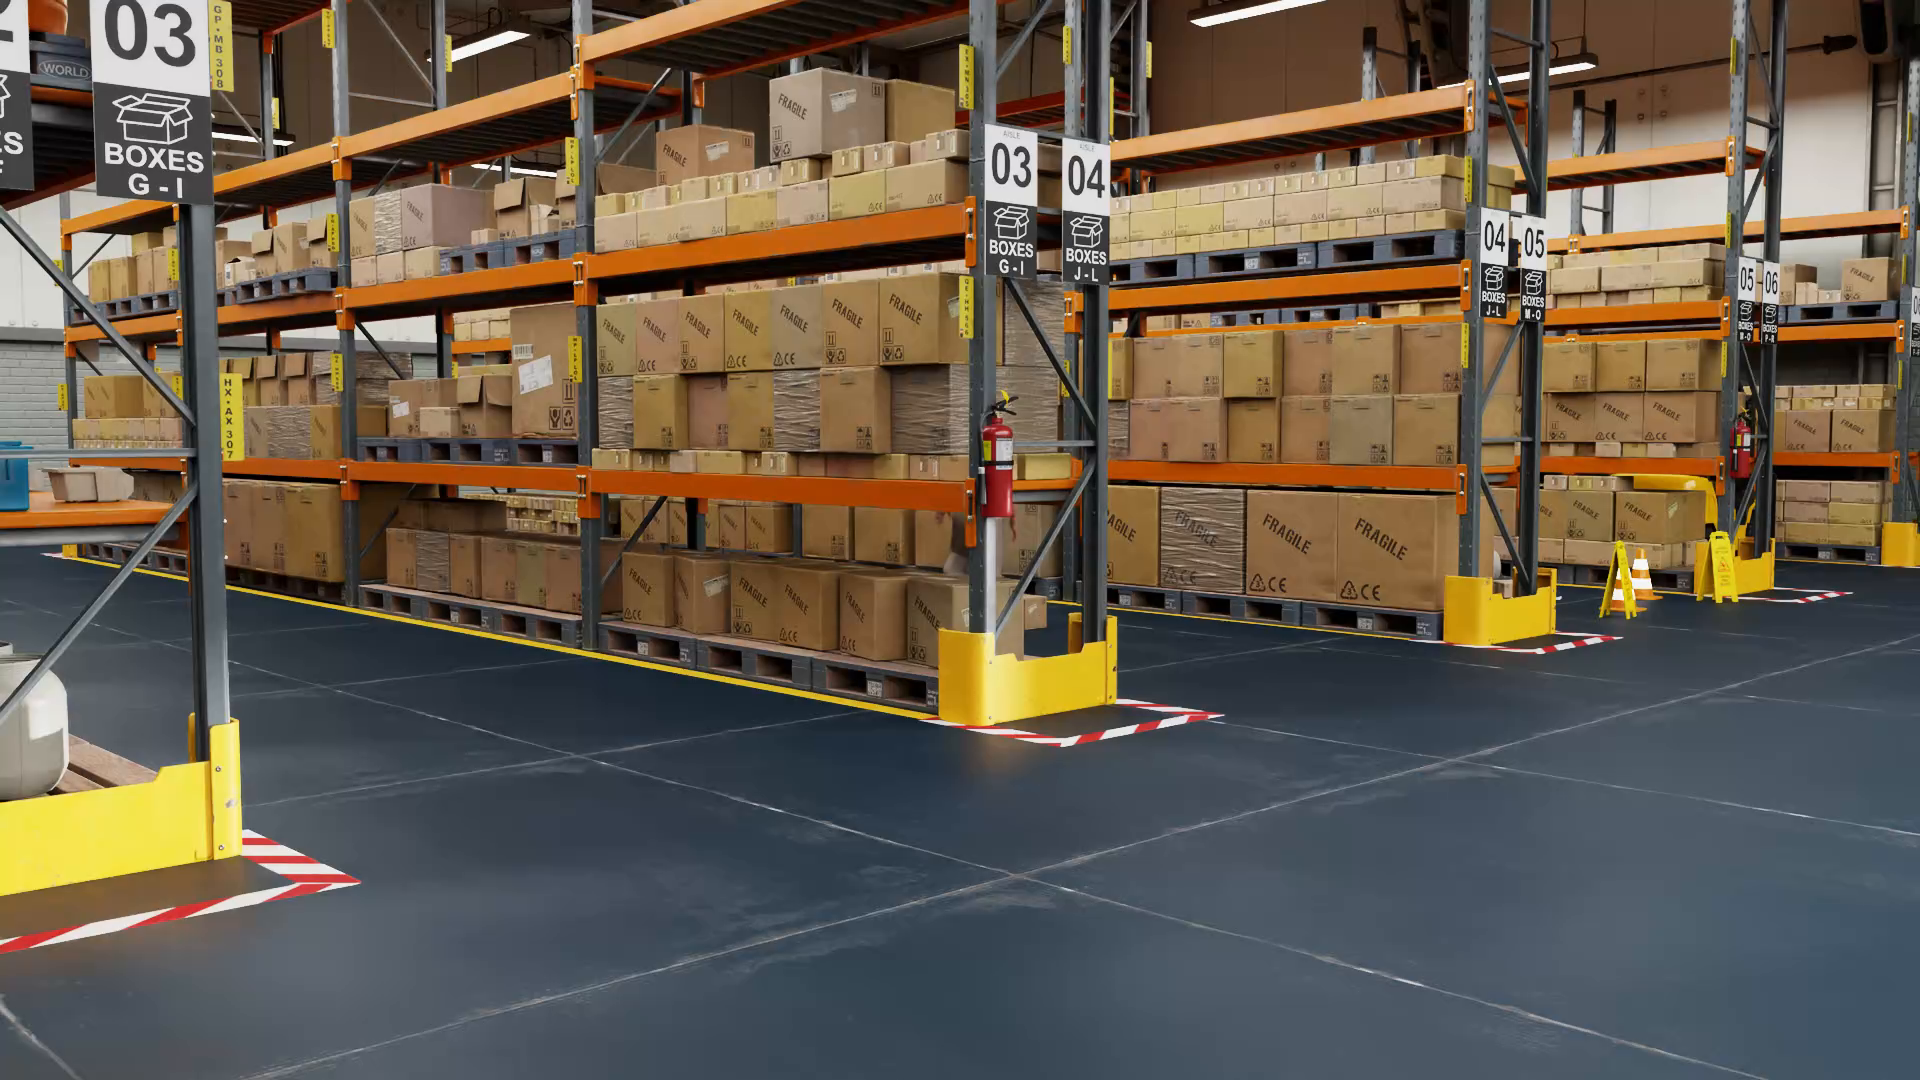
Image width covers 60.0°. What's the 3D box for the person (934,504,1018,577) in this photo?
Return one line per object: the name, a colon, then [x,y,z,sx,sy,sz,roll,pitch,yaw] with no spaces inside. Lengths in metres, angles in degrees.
person: [0.190,-0.176,12.951,0.736,1.656,0.458,3,5,41]
